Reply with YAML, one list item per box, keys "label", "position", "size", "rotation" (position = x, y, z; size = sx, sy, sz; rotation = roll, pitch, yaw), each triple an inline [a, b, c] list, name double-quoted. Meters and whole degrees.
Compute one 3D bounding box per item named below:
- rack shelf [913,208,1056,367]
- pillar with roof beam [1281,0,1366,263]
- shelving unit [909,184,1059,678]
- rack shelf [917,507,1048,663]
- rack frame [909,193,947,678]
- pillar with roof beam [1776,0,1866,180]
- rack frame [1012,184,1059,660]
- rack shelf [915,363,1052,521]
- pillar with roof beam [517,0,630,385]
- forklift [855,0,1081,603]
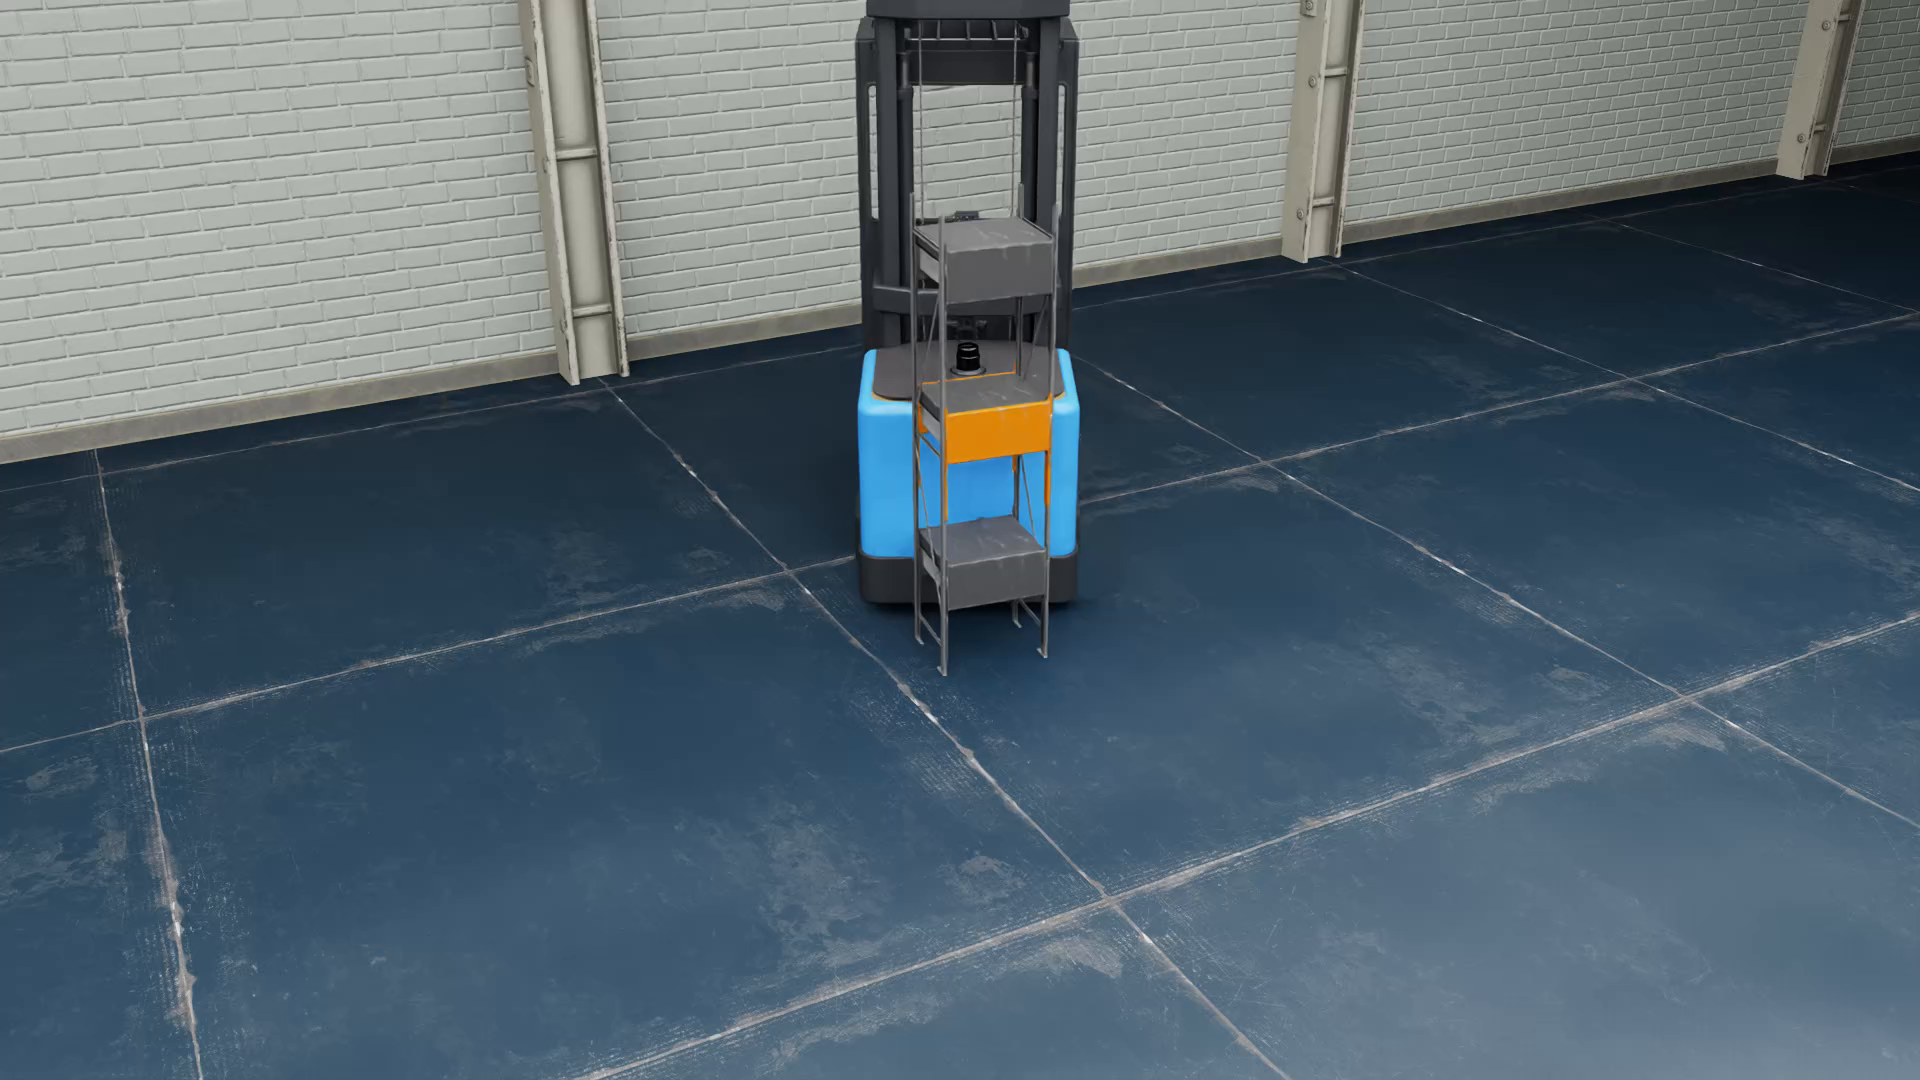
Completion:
- label: "rack shelf"
  position: [0.094, -1.063, 6.951]
  size: [0.480, 0.518, 0.431]
  rotation: [-9, 27, -18]
- label: "pillar with roof beam"
  position: [4.887, -4.743, 8.231]
  size: [0.400, 9.000, 9.100]
  rotation: [-13, 29, -25]
- label: "shelving unit"
  position: [0.094, -0.444, 7.249]
  size: [0.503, 2.100, 0.431]
  rotation: [-9, 27, -18]
- label: "rack shelf"
  position: [0.093, 0.198, 7.559]
  size: [0.480, 0.518, 0.431]
  rotation: [-9, 27, -18]
- label: "rack frame"
  position: [-0.135, -0.408, 7.173]
  size: [0.015, 2.100, 0.400]
  rotation: [-9, 27, -18]
- label: "pillar with roof beam"
  position: [10.181, -5.965, 10.776]
  size: [0.400, 9.000, 9.100]
  rotation: [-13, 29, -25]
- label: "rack frame"
  position: [0.323, -0.481, 7.325]
  size: [0.015, 2.100, 0.400]
  rotation: [-9, 27, -18]
- label: "rack shelf"
  position: [0.094, -0.432, 7.255]
  size: [0.480, 0.518, 0.431]
  rotation: [-9, 27, -18]
- label: "pillar with roof beam"
  position: [-0.407, -3.521, 5.686]
  size: [0.400, 9.000, 9.100]
  rotation: [-13, 29, -25]
- label: "forklift"
  position: [0.031, -1.611, 8.720]
  size: [1.130, 2.935, 3.031]
  rotation: [0, 26, 0]
